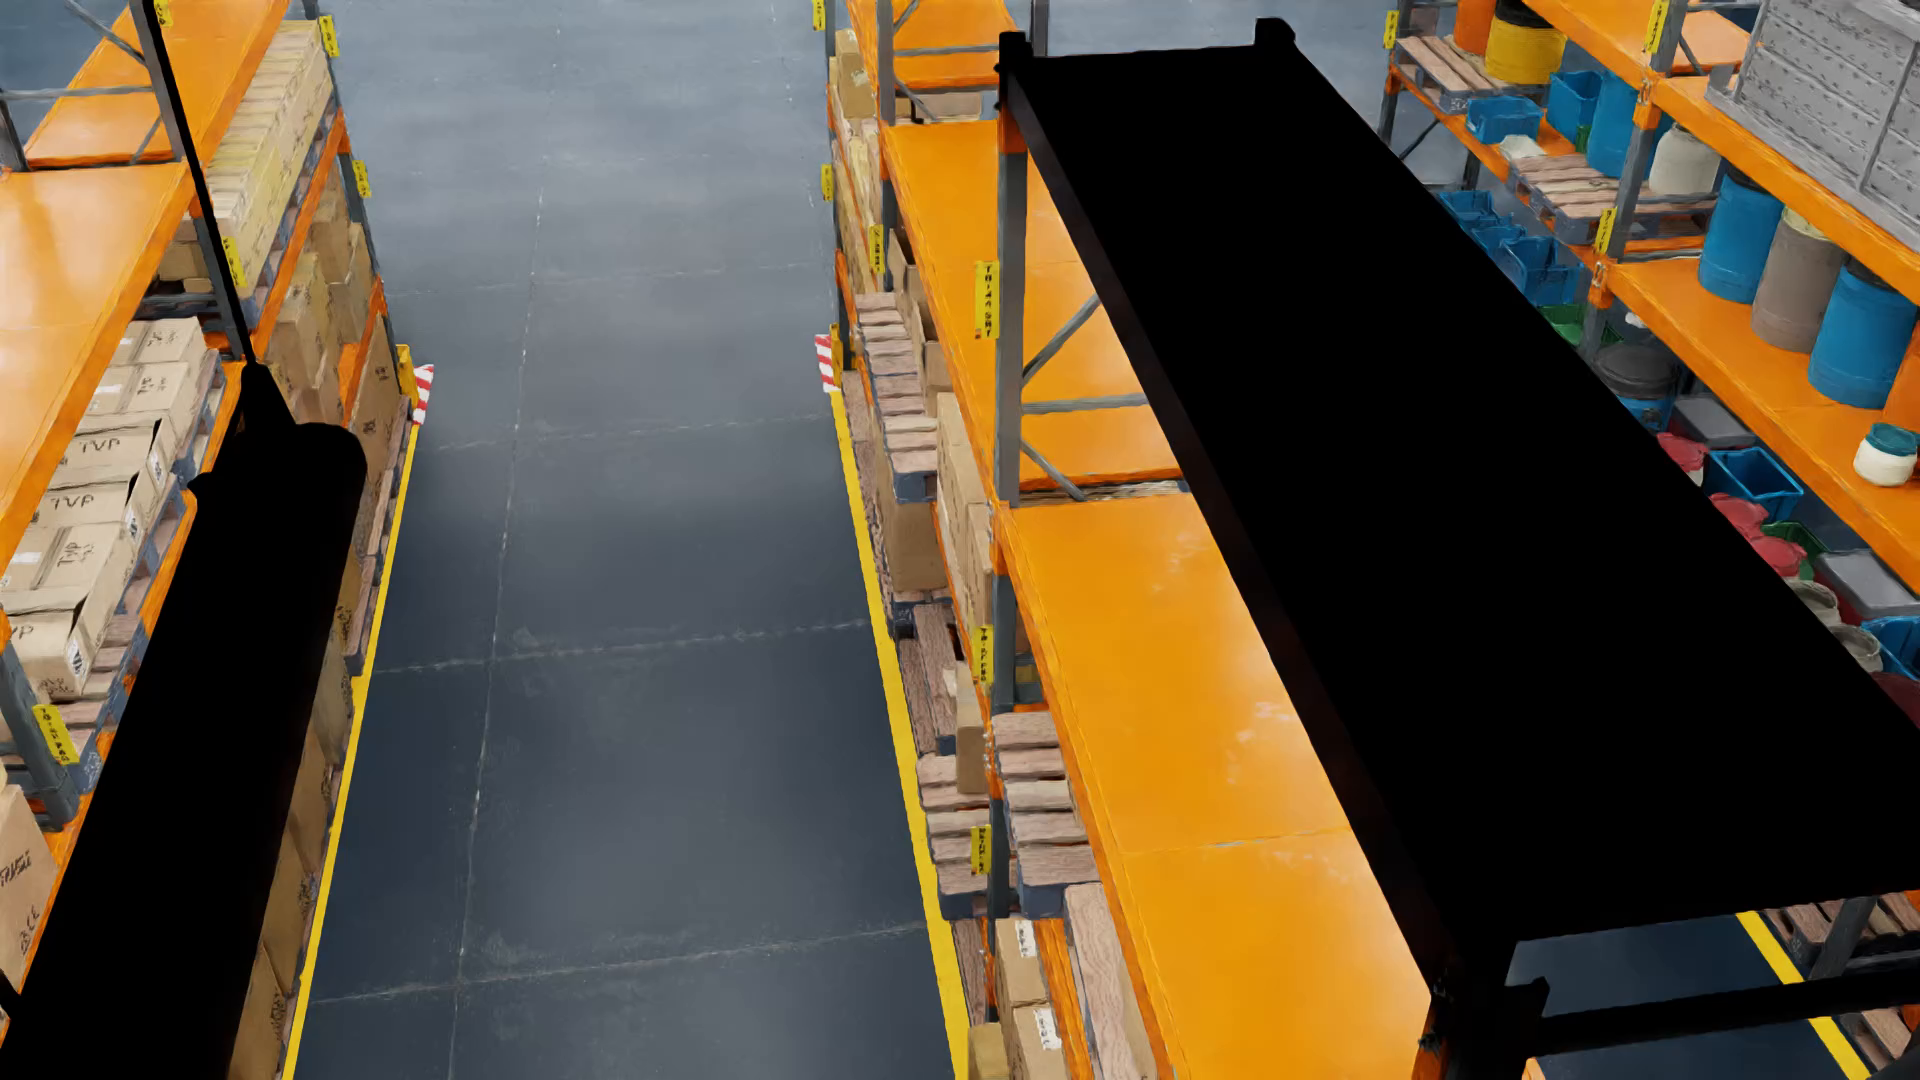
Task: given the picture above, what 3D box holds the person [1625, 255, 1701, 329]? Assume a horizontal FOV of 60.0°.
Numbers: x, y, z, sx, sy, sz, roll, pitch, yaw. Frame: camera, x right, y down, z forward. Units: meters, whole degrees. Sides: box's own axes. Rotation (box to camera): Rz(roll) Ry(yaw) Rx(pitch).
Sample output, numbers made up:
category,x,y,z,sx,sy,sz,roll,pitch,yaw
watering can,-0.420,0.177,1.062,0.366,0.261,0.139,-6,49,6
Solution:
category,x,y,z,sx,sy,sz,roll,pitch,yaw
person,6.769,-2.684,15.670,0.734,1.697,0.856,-2,36,-3
